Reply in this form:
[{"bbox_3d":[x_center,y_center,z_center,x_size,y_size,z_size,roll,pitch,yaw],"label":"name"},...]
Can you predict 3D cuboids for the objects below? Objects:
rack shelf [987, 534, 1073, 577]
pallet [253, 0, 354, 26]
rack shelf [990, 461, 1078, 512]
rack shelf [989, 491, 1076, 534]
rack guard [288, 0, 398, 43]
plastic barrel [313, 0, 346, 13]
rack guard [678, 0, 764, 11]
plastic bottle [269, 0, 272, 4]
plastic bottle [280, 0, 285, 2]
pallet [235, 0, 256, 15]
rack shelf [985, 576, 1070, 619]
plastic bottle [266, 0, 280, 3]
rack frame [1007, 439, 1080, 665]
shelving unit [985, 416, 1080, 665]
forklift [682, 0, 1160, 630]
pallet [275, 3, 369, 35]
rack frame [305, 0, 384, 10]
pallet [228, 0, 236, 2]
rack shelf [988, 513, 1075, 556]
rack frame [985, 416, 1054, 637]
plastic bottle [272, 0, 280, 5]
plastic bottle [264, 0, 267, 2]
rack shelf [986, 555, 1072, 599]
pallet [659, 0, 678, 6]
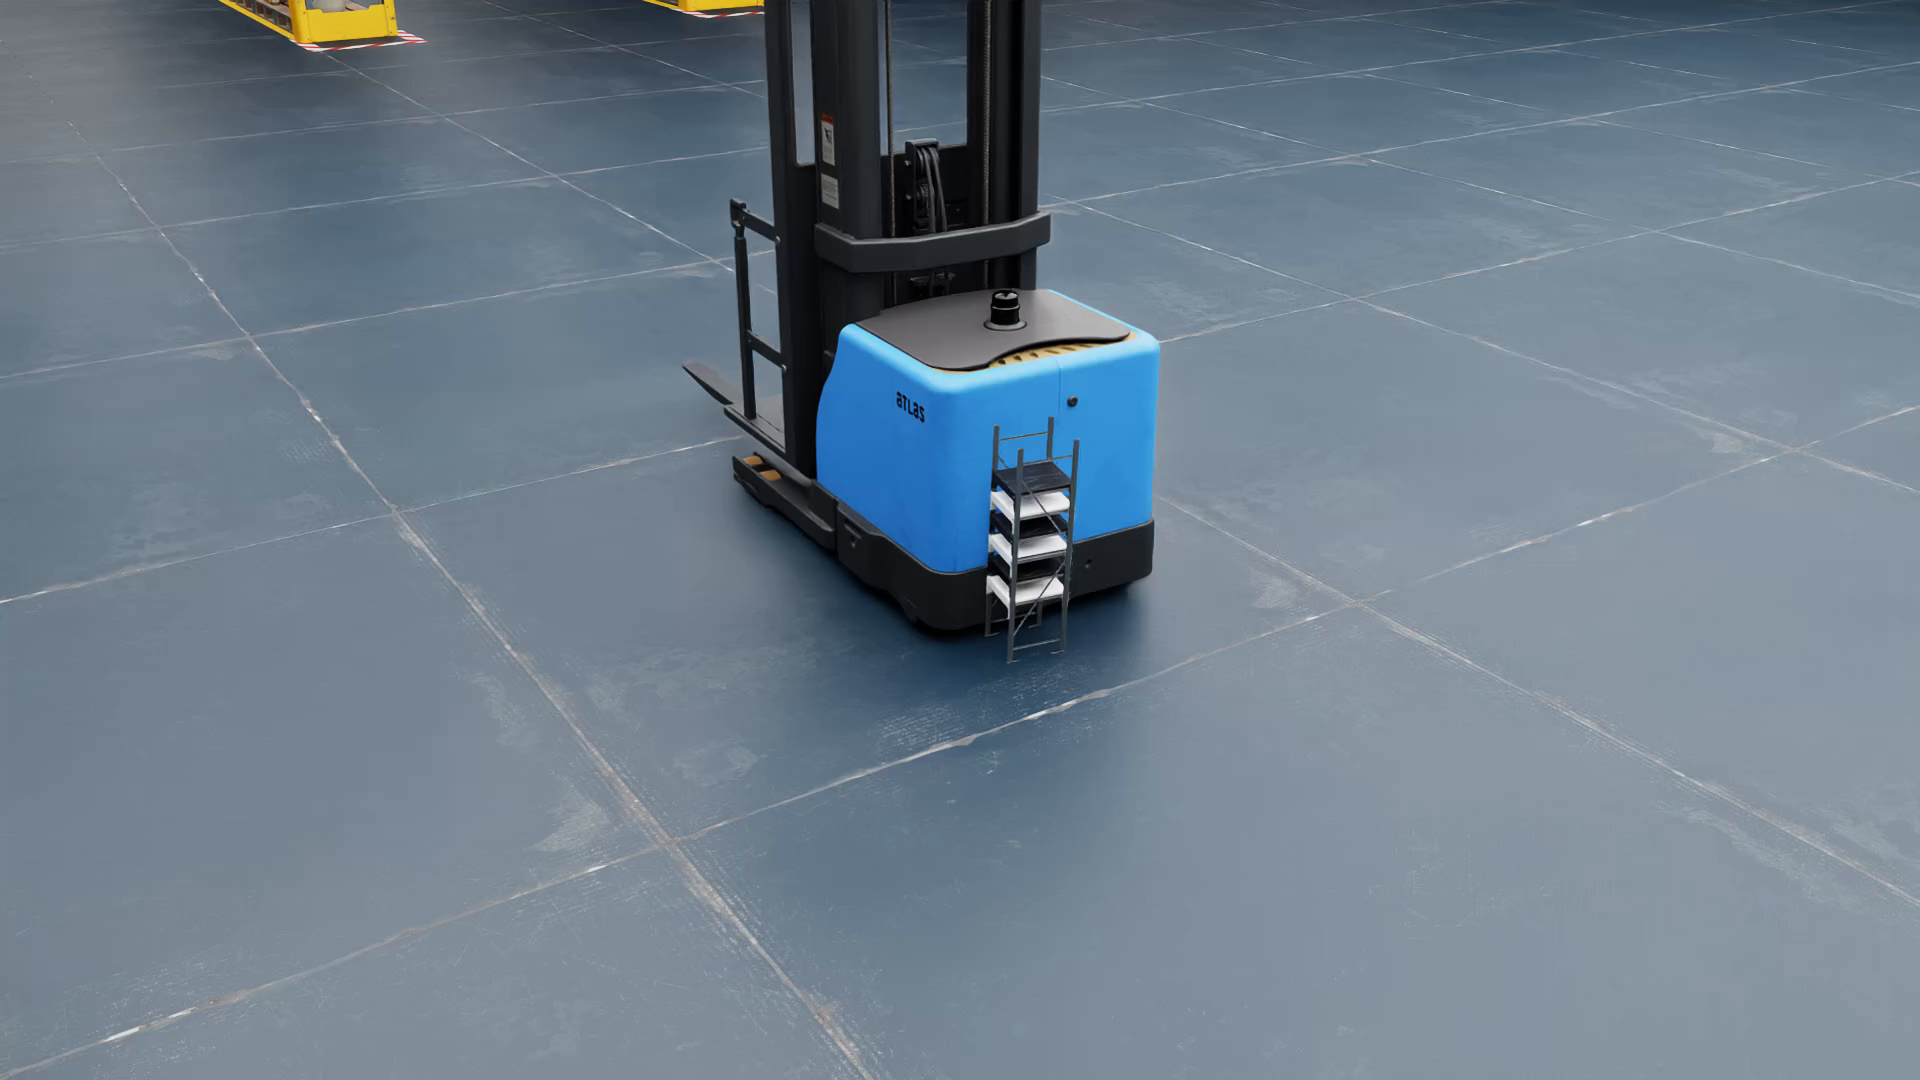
[{"bbox_3d":[0.259,0.037,6.180,0.258,0.077,0.200,-10,32,-21],"label":"rack shelf"},{"bbox_3d":[-8.530,-6.912,21.644,1.003,0.211,1.213,-16,29,-30],"label":"pallet"},{"bbox_3d":[0.267,-0.199,6.048,0.258,0.077,0.200,-10,32,-21],"label":"rack shelf"},{"bbox_3d":[0.264,-0.120,6.092,0.258,0.077,0.200,-10,32,-21],"label":"rack shelf"},{"bbox_3d":[-7.429,-6.315,20.041,1.175,0.500,0.348,-16,29,-30],"label":"rack guard"},{"bbox_3d":[-7.771,-6.711,20.376,0.421,0.512,0.421,0,25,0],"label":"plastic barrel"},{"bbox_3d":[-3.239,-7.480,22.509,1.175,0.500,0.348,-16,29,-30],"label":"rack guard"},{"bbox_3d":[-8.797,-6.992,21.214,0.061,0.283,0.133,-15,29,-28],"label":"plastic bottle"},{"bbox_3d":[-8.743,-7.076,21.392,0.061,0.283,0.133,-16,29,-30],"label":"plastic bottle"},{"bbox_3d":[-9.200,-7.349,22.570,1.003,0.211,1.213,-16,29,-30],"label":"pallet"},{"bbox_3d":[0.254,0.194,6.268,0.258,0.077,0.200,-10,32,-21],"label":"rack shelf"},{"bbox_3d":[-8.832,-7.048,21.340,0.152,0.276,0.135,-15,29,-29],"label":"plastic bottle"},{"bbox_3d":[0.300,0.054,6.083,0.240,0.900,0.006,-10,32,-21],"label":"rack frame"},{"bbox_3d":[0.260,0.008,6.164,0.258,0.900,0.210,-10,32,-21],"label":"shelving unit"},{"bbox_3d":[-0.396,-1.568,7.138,1.130,2.935,3.031,-14,29,-27],"label":"forklift"},{"bbox_3d":[-7.868,-6.476,20.721,1.003,0.211,1.213,-16,29,-30],"label":"pallet"},{"bbox_3d":[-7.348,-7.429,19.473,1.000,3.000,0.127,-16,29,-30],"label":"rack frame"},{"bbox_3d":[-9.993,-7.871,23.675,1.003,0.211,1.213,-16,29,-30],"label":"pallet"},{"bbox_3d":[0.262,-0.042,6.136,0.258,0.077,0.200,-10,32,-21],"label":"rack shelf"},{"bbox_3d":[0.220,-0.039,6.245,0.240,0.900,0.006,-10,32,-21],"label":"rack frame"},{"bbox_3d":[-8.718,-6.917,21.152,0.097,0.201,0.097,0,25,0],"label":"plastic bottle"},{"bbox_3d":[-8.908,-7.097,21.445,0.152,0.276,0.135,-16,30,-31],"label":"plastic bottle"},{"bbox_3d":[0.256,0.115,6.224,0.258,0.077,0.200,-10,32,-21],"label":"rack shelf"},{"bbox_3d":[-3.653,-7.648,23.204,1.003,0.211,1.213,-16,29,-30],"label":"pallet"}]
